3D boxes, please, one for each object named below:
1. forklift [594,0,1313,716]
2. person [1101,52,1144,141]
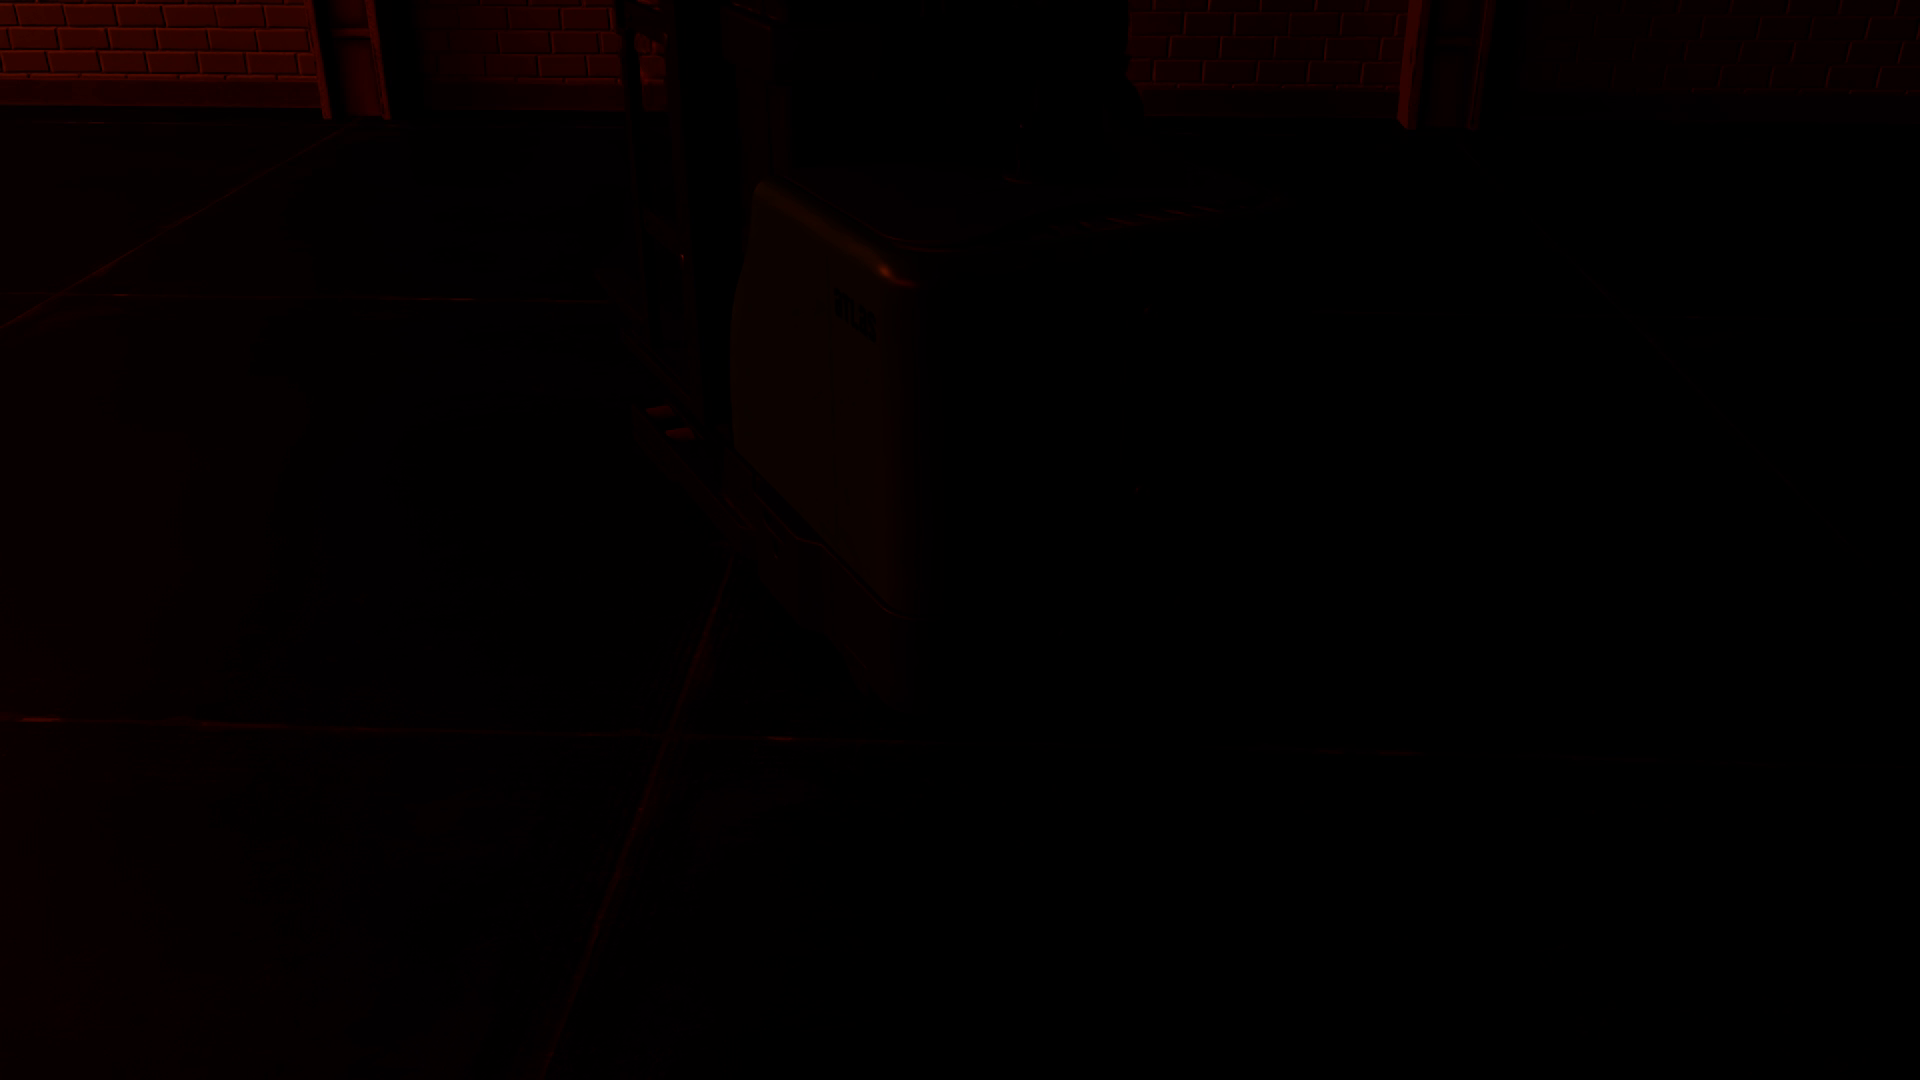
[{"bbox_3d":[-0.333,-1.556,4.362,1.130,2.935,3.031,-13,29,-24],"label":"forklift"},{"bbox_3d":[0.506,-2.236,7.290,1.309,1.575,0.995,-8,27,-16],"label":"person"}]
